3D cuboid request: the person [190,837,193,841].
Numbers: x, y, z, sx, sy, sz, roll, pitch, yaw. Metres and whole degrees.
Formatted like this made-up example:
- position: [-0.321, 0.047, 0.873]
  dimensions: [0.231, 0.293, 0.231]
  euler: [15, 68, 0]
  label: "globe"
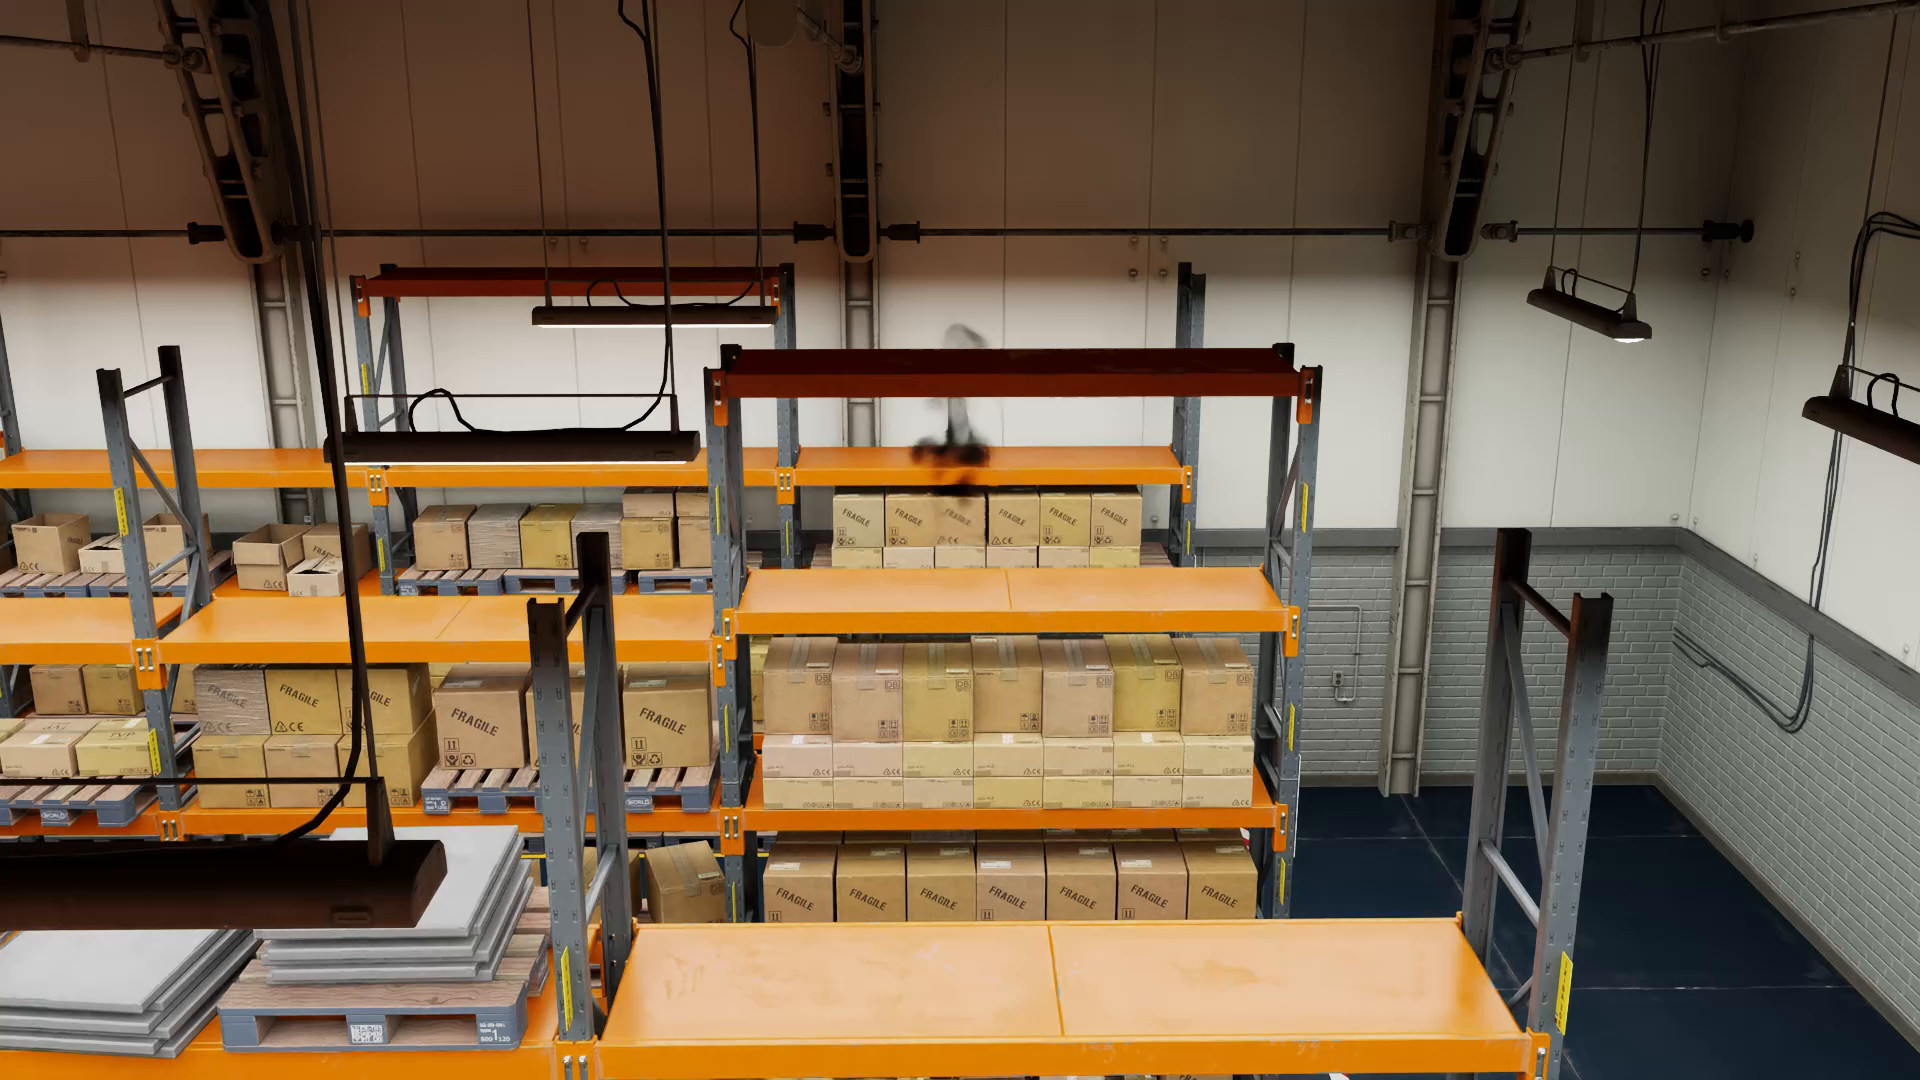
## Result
- position: [-6.833, 3.234, 14.653]
  dimensions: [0.551, 1.572, 0.607]
  euler: [-3, 16, -10]
  label: "person"
